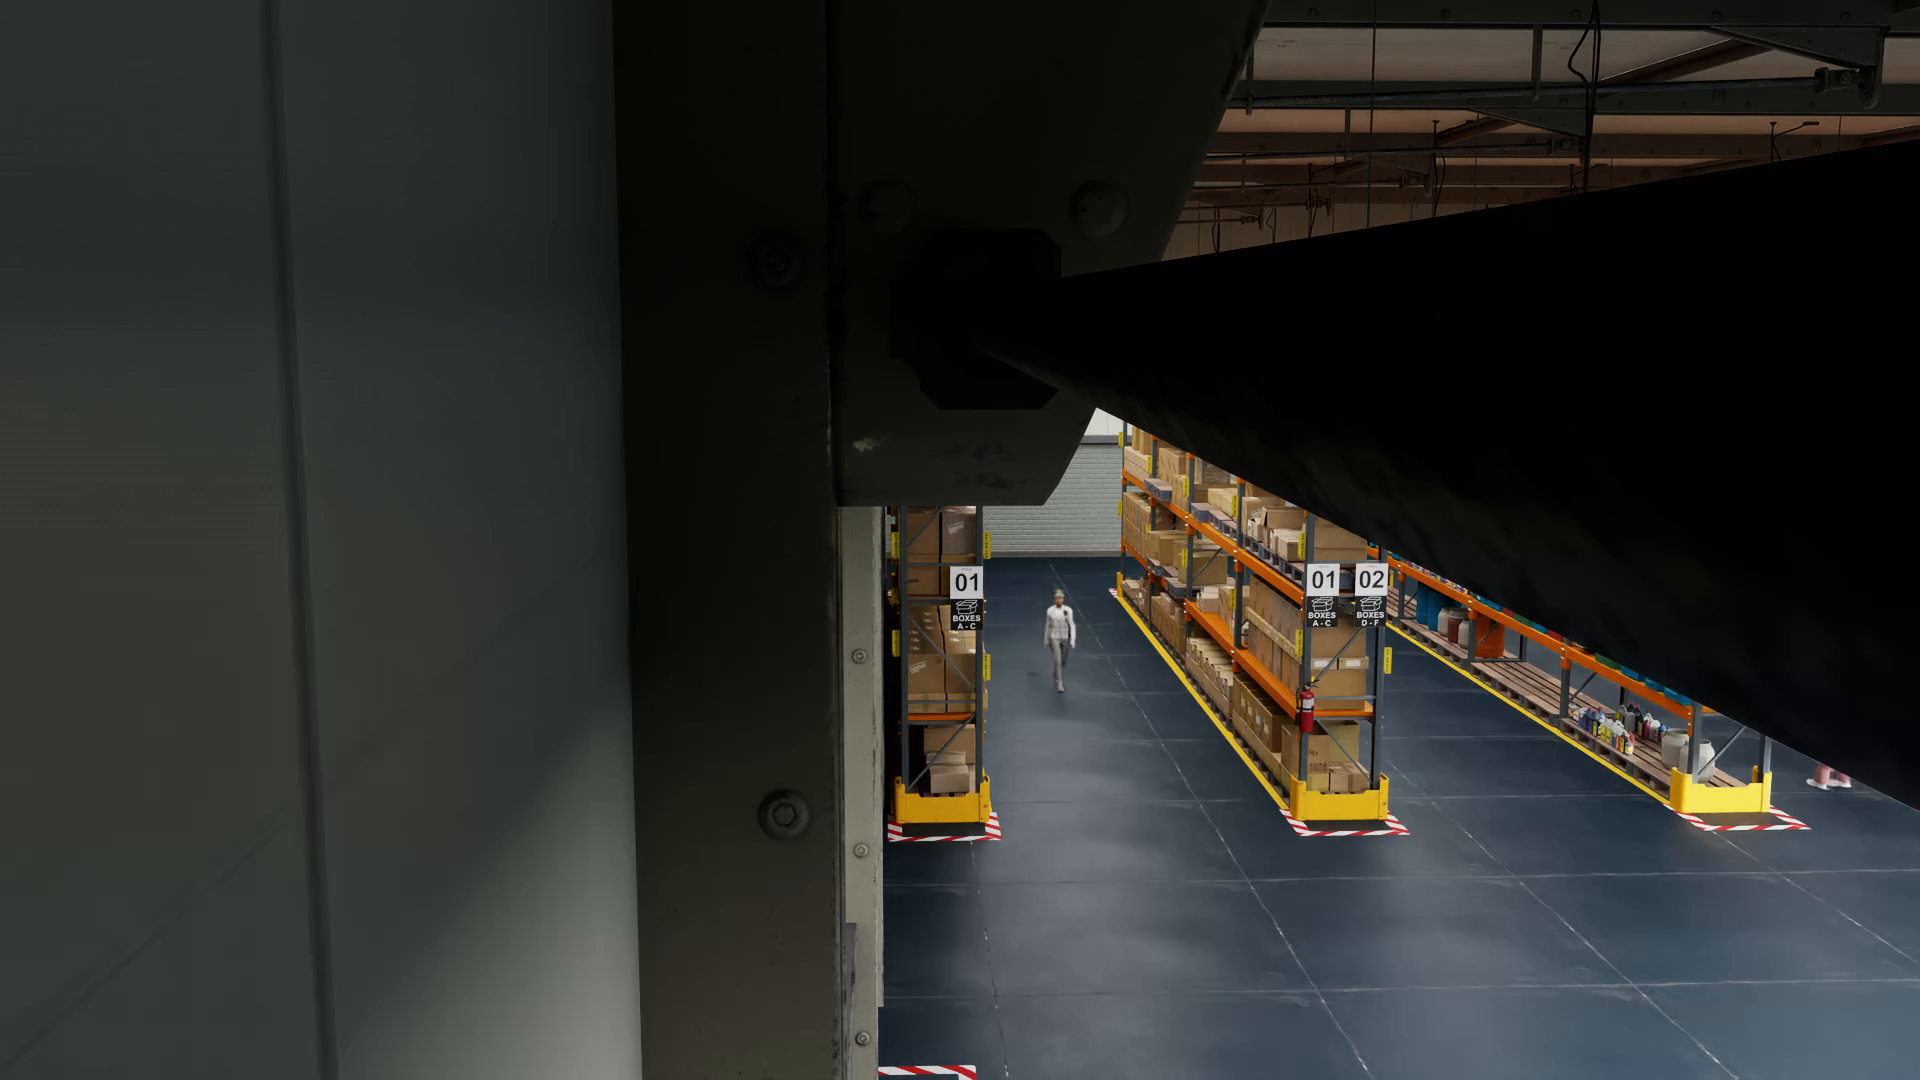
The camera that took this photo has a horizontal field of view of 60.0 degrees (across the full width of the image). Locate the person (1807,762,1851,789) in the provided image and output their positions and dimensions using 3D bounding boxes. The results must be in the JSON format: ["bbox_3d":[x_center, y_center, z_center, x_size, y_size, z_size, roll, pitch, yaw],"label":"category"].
[{"bbox_3d":[11.518,2.464,21.850,0.499,1.645,0.488,-3,8,-17],"label":"person"}]

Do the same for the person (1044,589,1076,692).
[{"bbox_3d":[1.671,1.632,27.648,0.489,1.646,0.890,-2,8,-14],"label":"person"}]
